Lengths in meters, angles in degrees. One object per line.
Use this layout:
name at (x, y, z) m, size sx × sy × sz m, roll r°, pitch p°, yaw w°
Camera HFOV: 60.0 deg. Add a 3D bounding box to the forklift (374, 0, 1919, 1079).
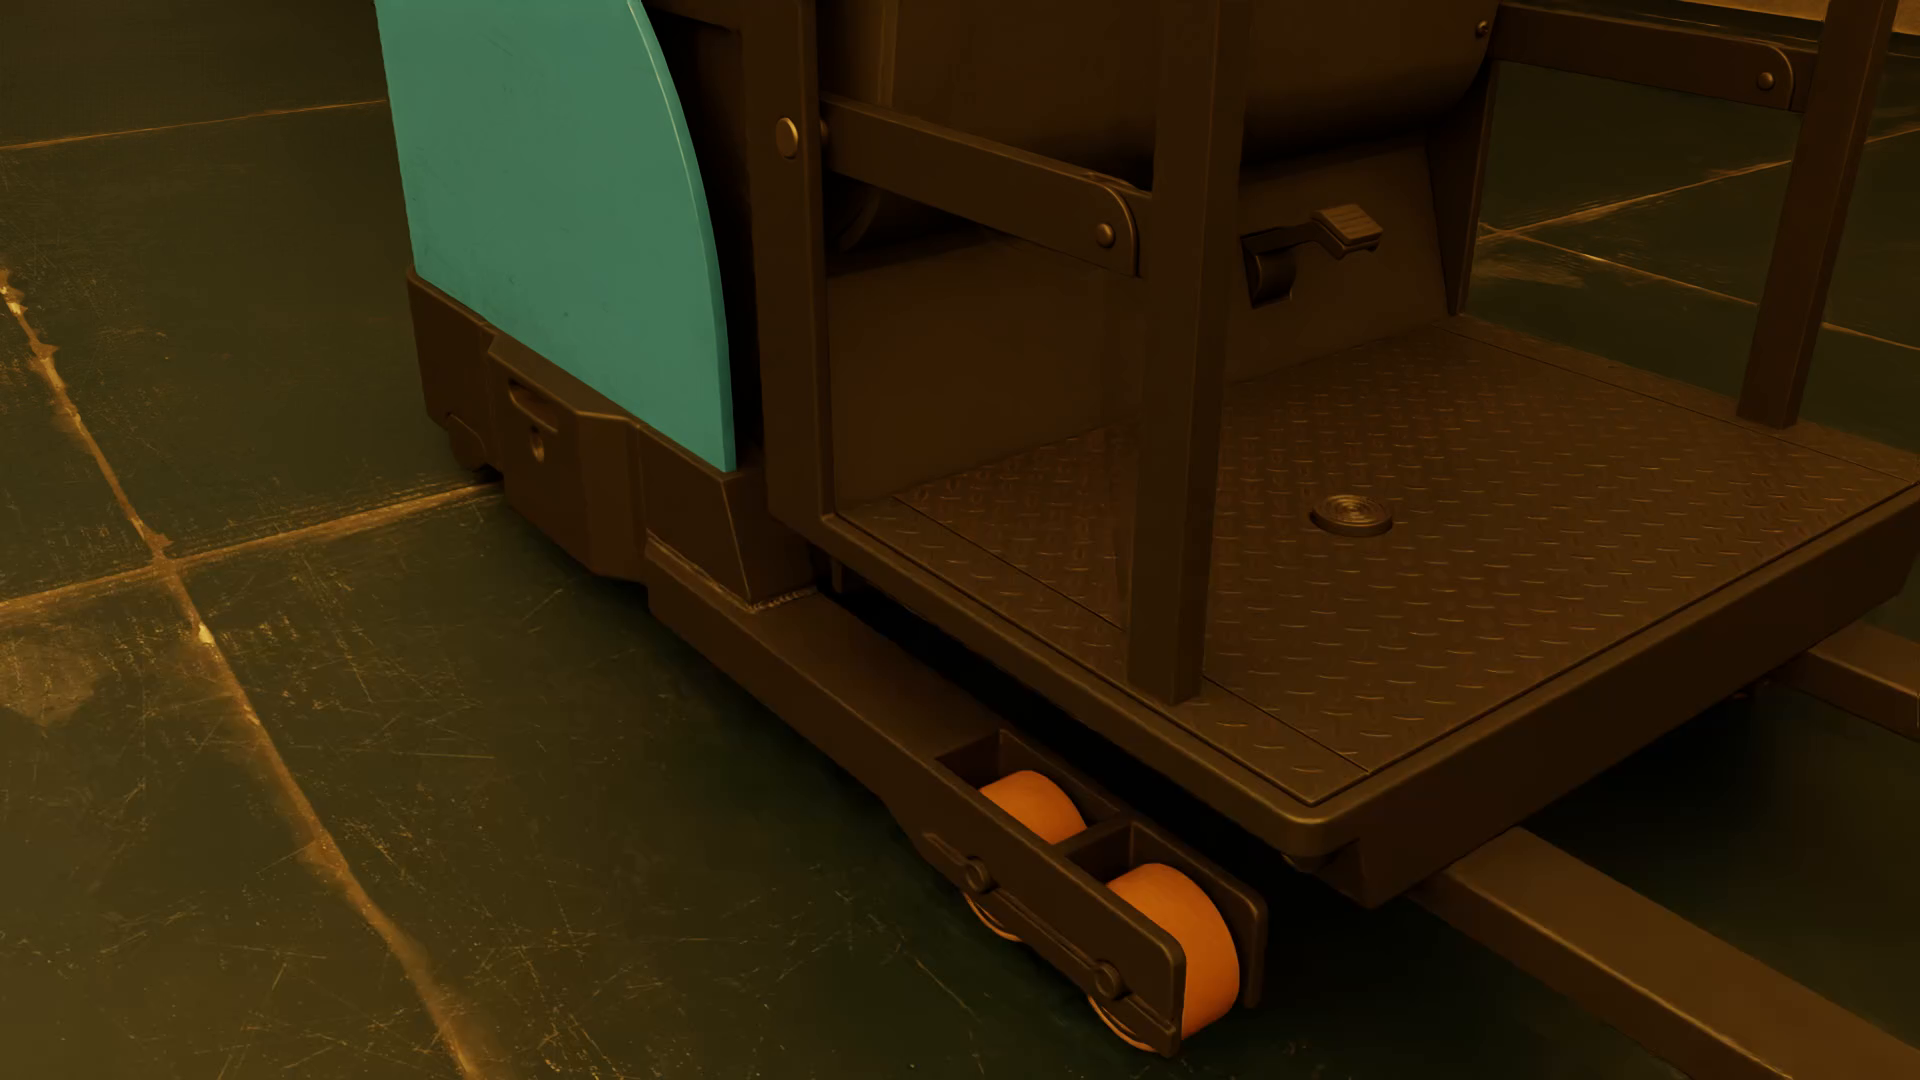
forklift at (0.405, -1.088, 1.400) m, size 1.130 × 2.935 × 3.031 m, roll -19°, pitch 32°, yaw -33°
